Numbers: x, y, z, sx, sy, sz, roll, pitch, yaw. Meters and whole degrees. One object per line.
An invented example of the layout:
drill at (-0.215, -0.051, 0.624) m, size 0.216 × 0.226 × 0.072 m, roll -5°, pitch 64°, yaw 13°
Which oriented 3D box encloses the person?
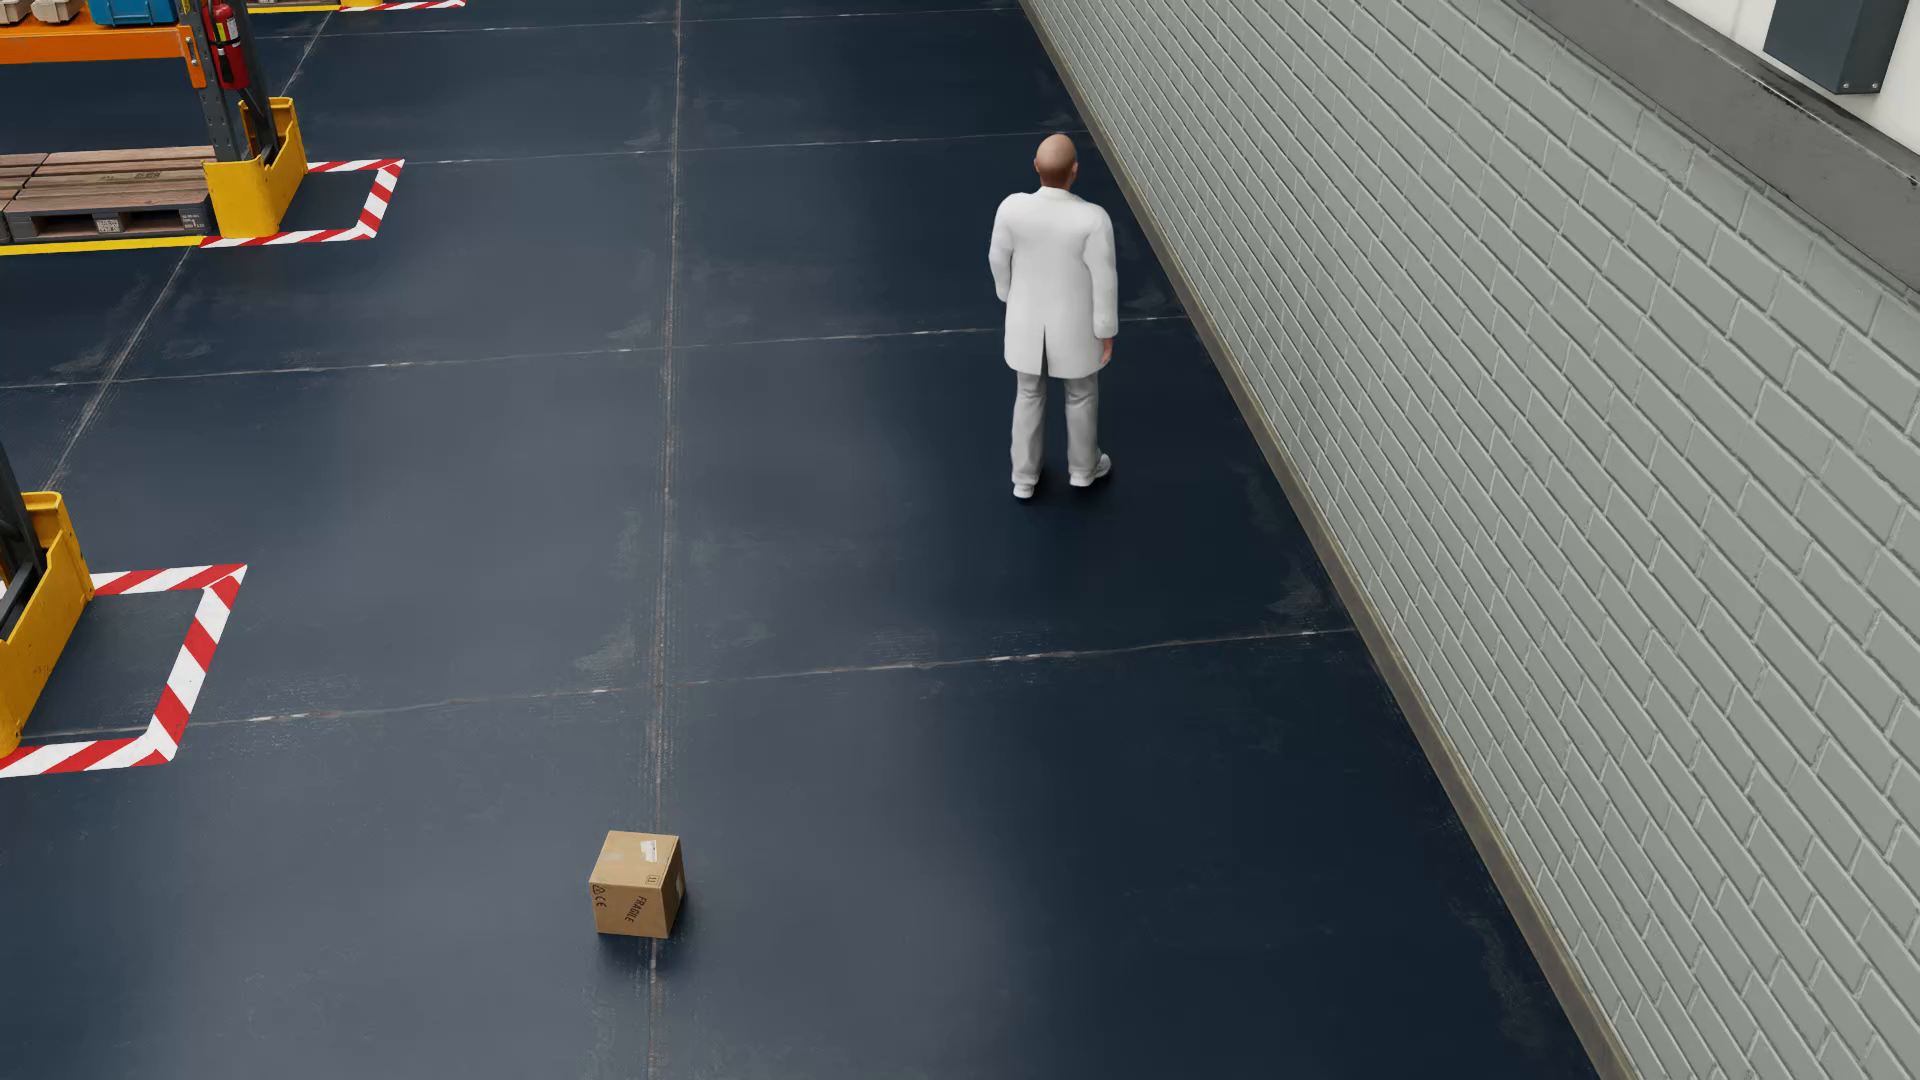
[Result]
person at (0.457, -1.035, 7.669) m, size 0.624 × 1.810 × 0.536 m, roll 10°, pitch 36°, yaw 15°
